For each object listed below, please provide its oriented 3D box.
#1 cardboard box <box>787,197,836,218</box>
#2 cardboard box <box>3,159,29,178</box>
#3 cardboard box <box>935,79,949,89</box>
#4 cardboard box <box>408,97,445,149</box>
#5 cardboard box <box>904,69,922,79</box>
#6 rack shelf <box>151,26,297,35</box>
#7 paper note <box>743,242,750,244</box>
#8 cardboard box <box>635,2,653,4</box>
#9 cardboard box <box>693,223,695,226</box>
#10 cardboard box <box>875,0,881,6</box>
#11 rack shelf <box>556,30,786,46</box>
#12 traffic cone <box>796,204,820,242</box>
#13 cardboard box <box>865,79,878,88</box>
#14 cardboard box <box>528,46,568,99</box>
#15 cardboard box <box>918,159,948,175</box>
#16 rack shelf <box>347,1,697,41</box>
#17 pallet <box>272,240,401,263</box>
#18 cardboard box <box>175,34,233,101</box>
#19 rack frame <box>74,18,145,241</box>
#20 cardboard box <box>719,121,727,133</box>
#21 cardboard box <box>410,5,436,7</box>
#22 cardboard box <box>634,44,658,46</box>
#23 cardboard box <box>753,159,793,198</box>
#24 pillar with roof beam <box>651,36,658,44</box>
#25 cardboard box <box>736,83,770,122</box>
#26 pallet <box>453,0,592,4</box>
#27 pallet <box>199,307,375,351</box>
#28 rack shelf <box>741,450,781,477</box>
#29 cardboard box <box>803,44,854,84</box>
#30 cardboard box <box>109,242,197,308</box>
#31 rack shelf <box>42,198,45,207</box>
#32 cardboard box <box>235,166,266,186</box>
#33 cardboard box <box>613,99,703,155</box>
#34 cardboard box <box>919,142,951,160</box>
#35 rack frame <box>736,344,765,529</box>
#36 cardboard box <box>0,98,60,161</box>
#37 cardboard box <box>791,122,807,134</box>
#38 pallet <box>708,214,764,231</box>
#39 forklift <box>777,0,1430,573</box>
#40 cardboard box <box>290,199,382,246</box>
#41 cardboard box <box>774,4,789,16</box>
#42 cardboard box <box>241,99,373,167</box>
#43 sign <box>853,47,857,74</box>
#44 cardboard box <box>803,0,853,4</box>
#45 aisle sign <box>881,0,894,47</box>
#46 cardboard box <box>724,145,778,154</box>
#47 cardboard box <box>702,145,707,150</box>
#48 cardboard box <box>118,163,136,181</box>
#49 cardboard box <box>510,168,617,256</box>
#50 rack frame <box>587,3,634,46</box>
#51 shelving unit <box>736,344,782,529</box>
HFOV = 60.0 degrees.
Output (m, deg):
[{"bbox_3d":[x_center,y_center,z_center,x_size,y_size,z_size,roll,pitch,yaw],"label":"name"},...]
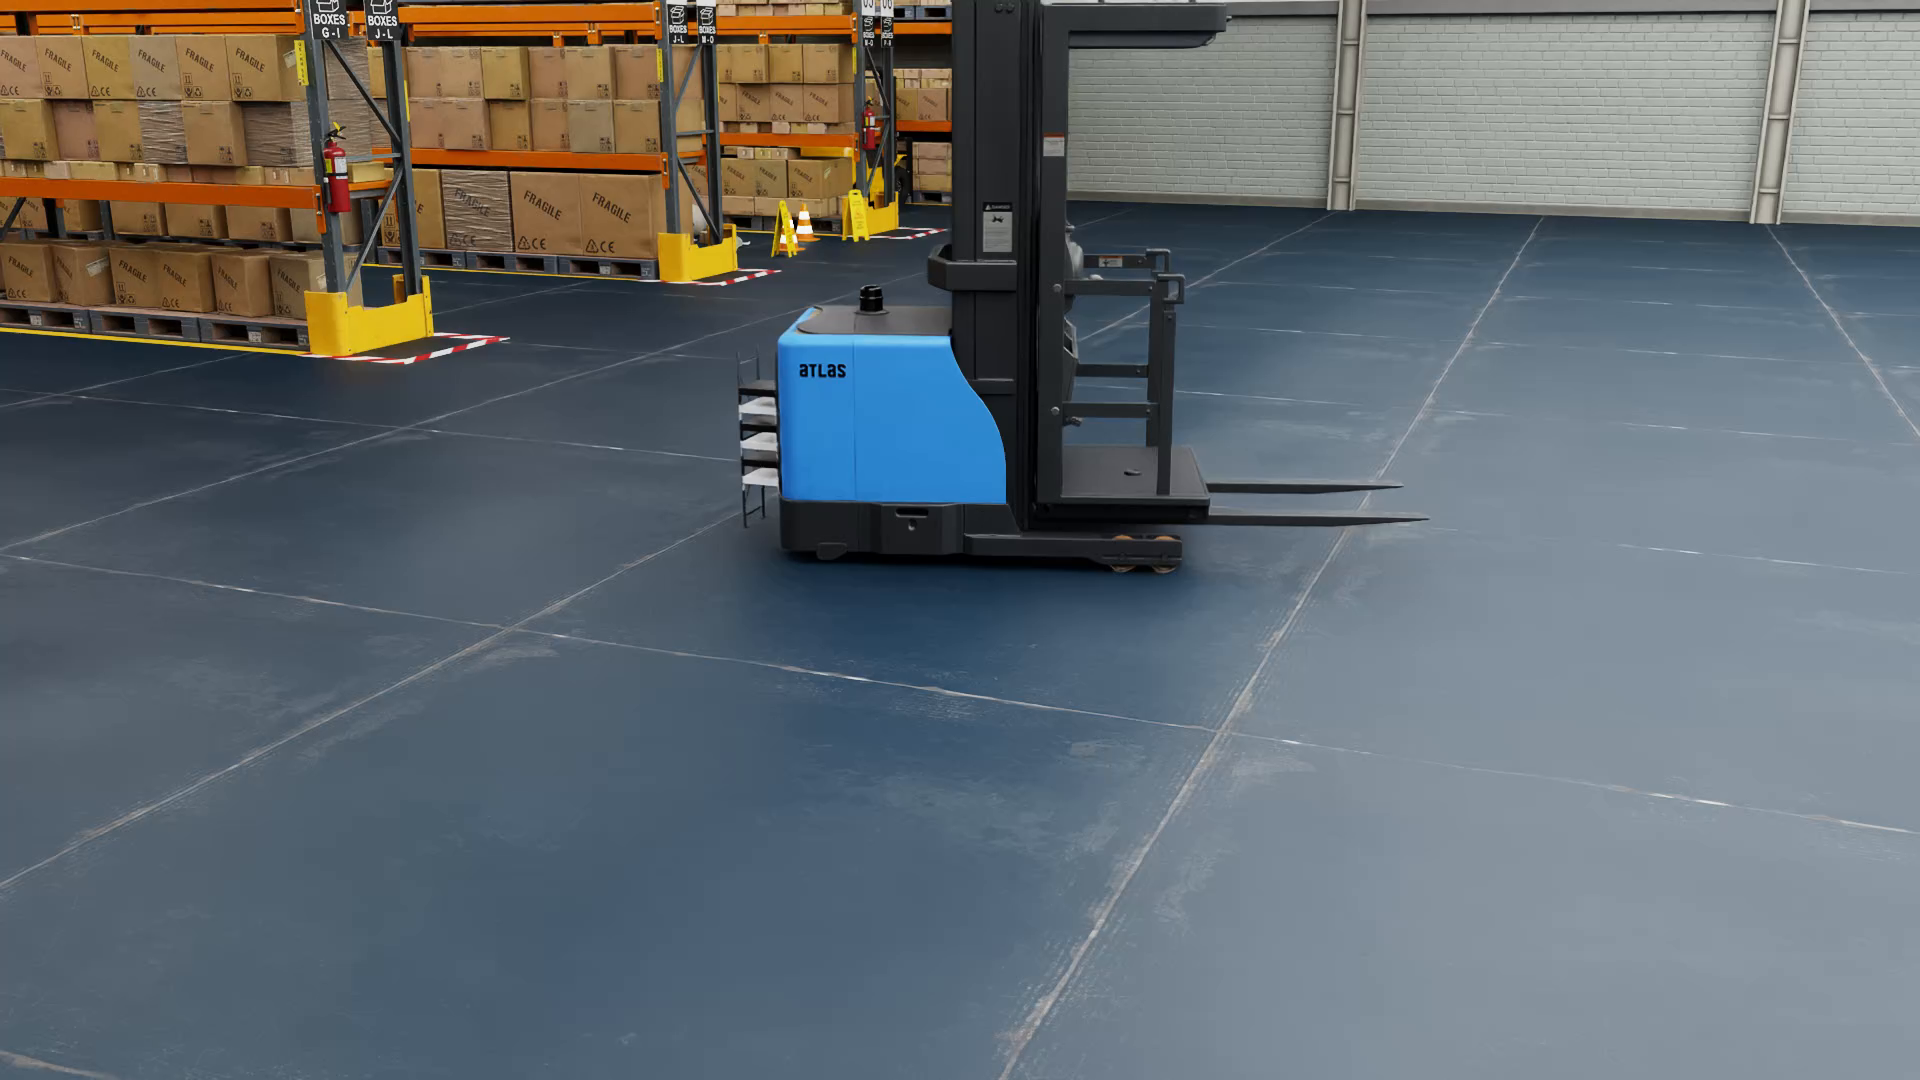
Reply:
[{"bbox_3d":[-2.010,-4.519,22.538,0.500,0.250,0.500,6,17,20],"label":"cardboard box"},{"bbox_3d":[-7.934,-3.193,14.244,0.250,0.149,0.380,6,17,21],"label":"cardboard box"},{"bbox_3d":[-0.212,-7.293,26.573,0.250,0.149,0.380,7,17,22],"label":"cardboard box"},{"bbox_3d":[-5.712,-4.724,18.798,0.550,0.550,0.875,6,17,21],"label":"cardboard box"},{"bbox_3d":[-0.711,-7.474,26.662,0.250,0.149,0.380,7,18,22],"label":"cardboard box"},{"bbox_3d":[-10.439,-7.740,25.366,4.000,0.370,1.077,6,17,21],"label":"rack shelf"},{"bbox_3d":[-2.746,-3.777,21.129,0.142,0.019,0.148,0,16,1],"label":"paper note"},{"bbox_3d":[-4.066,-7.377,22.558,0.500,0.250,0.500,6,17,20],"label":"cardboard box"},{"bbox_3d":[-3.700,-3.947,20.865,0.637,0.503,0.797,-5,17,-18],"label":"cardboard box"},{"bbox_3d":[-1.266,-8.832,26.720,0.637,0.503,0.797,7,18,22],"label":"cardboard box"},{"bbox_3d":[-4.900,-8.619,28.392,4.000,0.370,1.077,6,17,21],"label":"rack shelf"},{"bbox_3d":[-2.010,-4.113,21.513,0.334,0.463,0.336,6,17,21],"label":"traffic cone"},{"bbox_3d":[-1.409,-7.415,26.991,0.250,0.149,0.380,6,17,19],"label":"cardboard box"},{"bbox_3d":[-4.206,-5.092,18.126,0.550,0.550,0.875,6,17,21],"label":"cardboard box"},{"bbox_3d":[-0.349,-6.054,26.930,0.500,0.250,0.500,6,17,20],"label":"cardboard box"},{"bbox_3d":[-4.719,-5.628,18.089,4.000,0.370,1.077,6,17,21],"label":"rack shelf"},{"bbox_3d":[-7.325,-3.458,19.705,1.213,0.211,1.003,6,17,21],"label":"pallet"},{"bbox_3d":[-5.842,-3.765,13.256,0.500,0.500,0.500,6,17,21],"label":"cardboard box"},{"bbox_3d":[-10.301,-5.147,20.521,0.127,3.000,1.000,6,17,21],"label":"rack frame"},{"bbox_3d":[-3.251,-5.644,22.684,0.250,0.149,0.380,6,17,20],"label":"cardboard box"},{"bbox_3d":[-7.701,-7.830,24.204,0.500,0.500,0.700,6,17,21],"label":"cardboard box"},{"bbox_3d":[-4.061,-6.543,22.827,0.500,0.500,0.700,6,17,21],"label":"cardboard box"},{"bbox_3d":[-2.464,-4.931,22.611,0.500,0.500,0.500,7,18,23],"label":"cardboard box"},{"bbox_3d":[-6.797,-9.593,25.078,0.400,9.000,9.100,6,17,21],"label":"pillar with roof beam"},{"bbox_3d":[-2.671,-5.902,22.410,0.500,0.500,0.500,6,17,20],"label":"cardboard box"},{"bbox_3d":[-4.692,-5.924,17.977,1.213,0.211,1.003,6,17,21],"label":"pallet"},{"bbox_3d":[-5.586,-1.813,14.040,1.213,0.211,1.003,6,17,21],"label":"pallet"},{"bbox_3d":[-0.952,-0.393,8.350,0.200,0.077,0.258,5,18,18],"label":"rack shelf"},{"bbox_3d":[-1.692,-6.289,21.950,0.500,0.500,0.700,6,17,19],"label":"cardboard box"},{"bbox_3d":[-6.994,-2.312,14.486,0.500,0.500,0.500,5,17,16],"label":"cardboard box"},{"bbox_3d":[-10.354,-3.320,15.521,4.000,0.370,1.077,6,17,21],"label":"rack shelf"},{"bbox_3d":[-5.597,-2.945,13.389,0.250,0.149,0.380,6,17,21],"label":"cardboard box"},{"bbox_3d":[-3.221,-4.426,17.772,0.550,0.550,0.875,6,17,21],"label":"cardboard box"},{"bbox_3d":[-0.339,-6.288,26.840,0.500,0.250,0.500,7,17,22],"label":"cardboard box"},{"bbox_3d":[-1.049,-0.520,8.346,0.006,0.900,0.240,5,18,18],"label":"rack frame"},{"bbox_3d":[-7.646,-3.530,14.240,0.500,0.500,0.875,6,17,21],"label":"cardboard box"},{"bbox_3d":[-2.070,-5.513,22.235,0.250,0.149,0.380,6,17,20],"label":"cardboard box"},{"bbox_3d":[-3.081,-4.508,23.325,1.213,0.211,1.003,6,17,21],"label":"pallet"},{"bbox_3d":[0.691,-1.411,7.776,3.031,2.935,1.130,1,16,3],"label":"forklift"},{"bbox_3d":[-7.190,-3.899,19.505,0.750,0.750,1.050,6,17,20],"label":"cardboard box"},{"bbox_3d":[-2.261,-7.002,21.984,0.250,0.149,0.380,6,17,21],"label":"cardboard box"},{"bbox_3d":[-5.274,-3.306,13.470,0.500,0.500,0.875,6,17,21],"label":"cardboard box"},{"bbox_3d":[-1.359,-6.188,21.466,0.005,0.325,0.100,6,17,21],"label":"sign"},{"bbox_3d":[-1.712,-7.116,21.661,0.500,0.250,0.500,6,17,20],"label":"cardboard box"},{"bbox_3d":[-0.965,-6.945,22.053,0.004,0.787,0.394,6,17,21],"label":"aisle sign"},{"bbox_3d":[-3.529,-6.431,28.452,0.625,0.625,0.875,7,18,23],"label":"cardboard box"},{"bbox_3d":[-3.583,-5.347,22.881,0.250,0.149,0.380,7,18,24],"label":"cardboard box"},{"bbox_3d":[-6.755,-3.077,13.843,0.250,0.149,0.380,6,17,21],"label":"cardboard box"},{"bbox_3d":[-4.333,-3.651,18.428,0.875,0.875,0.875,6,17,20],"label":"cardboard box"},{"bbox_3d":[-4.858,-6.032,23.570,0.127,3.000,1.000,6,17,21],"label":"rack frame"},{"bbox_3d":[-0.953,-0.511,8.314,0.210,0.900,0.258,5,18,18],"label":"shelving unit"}]
